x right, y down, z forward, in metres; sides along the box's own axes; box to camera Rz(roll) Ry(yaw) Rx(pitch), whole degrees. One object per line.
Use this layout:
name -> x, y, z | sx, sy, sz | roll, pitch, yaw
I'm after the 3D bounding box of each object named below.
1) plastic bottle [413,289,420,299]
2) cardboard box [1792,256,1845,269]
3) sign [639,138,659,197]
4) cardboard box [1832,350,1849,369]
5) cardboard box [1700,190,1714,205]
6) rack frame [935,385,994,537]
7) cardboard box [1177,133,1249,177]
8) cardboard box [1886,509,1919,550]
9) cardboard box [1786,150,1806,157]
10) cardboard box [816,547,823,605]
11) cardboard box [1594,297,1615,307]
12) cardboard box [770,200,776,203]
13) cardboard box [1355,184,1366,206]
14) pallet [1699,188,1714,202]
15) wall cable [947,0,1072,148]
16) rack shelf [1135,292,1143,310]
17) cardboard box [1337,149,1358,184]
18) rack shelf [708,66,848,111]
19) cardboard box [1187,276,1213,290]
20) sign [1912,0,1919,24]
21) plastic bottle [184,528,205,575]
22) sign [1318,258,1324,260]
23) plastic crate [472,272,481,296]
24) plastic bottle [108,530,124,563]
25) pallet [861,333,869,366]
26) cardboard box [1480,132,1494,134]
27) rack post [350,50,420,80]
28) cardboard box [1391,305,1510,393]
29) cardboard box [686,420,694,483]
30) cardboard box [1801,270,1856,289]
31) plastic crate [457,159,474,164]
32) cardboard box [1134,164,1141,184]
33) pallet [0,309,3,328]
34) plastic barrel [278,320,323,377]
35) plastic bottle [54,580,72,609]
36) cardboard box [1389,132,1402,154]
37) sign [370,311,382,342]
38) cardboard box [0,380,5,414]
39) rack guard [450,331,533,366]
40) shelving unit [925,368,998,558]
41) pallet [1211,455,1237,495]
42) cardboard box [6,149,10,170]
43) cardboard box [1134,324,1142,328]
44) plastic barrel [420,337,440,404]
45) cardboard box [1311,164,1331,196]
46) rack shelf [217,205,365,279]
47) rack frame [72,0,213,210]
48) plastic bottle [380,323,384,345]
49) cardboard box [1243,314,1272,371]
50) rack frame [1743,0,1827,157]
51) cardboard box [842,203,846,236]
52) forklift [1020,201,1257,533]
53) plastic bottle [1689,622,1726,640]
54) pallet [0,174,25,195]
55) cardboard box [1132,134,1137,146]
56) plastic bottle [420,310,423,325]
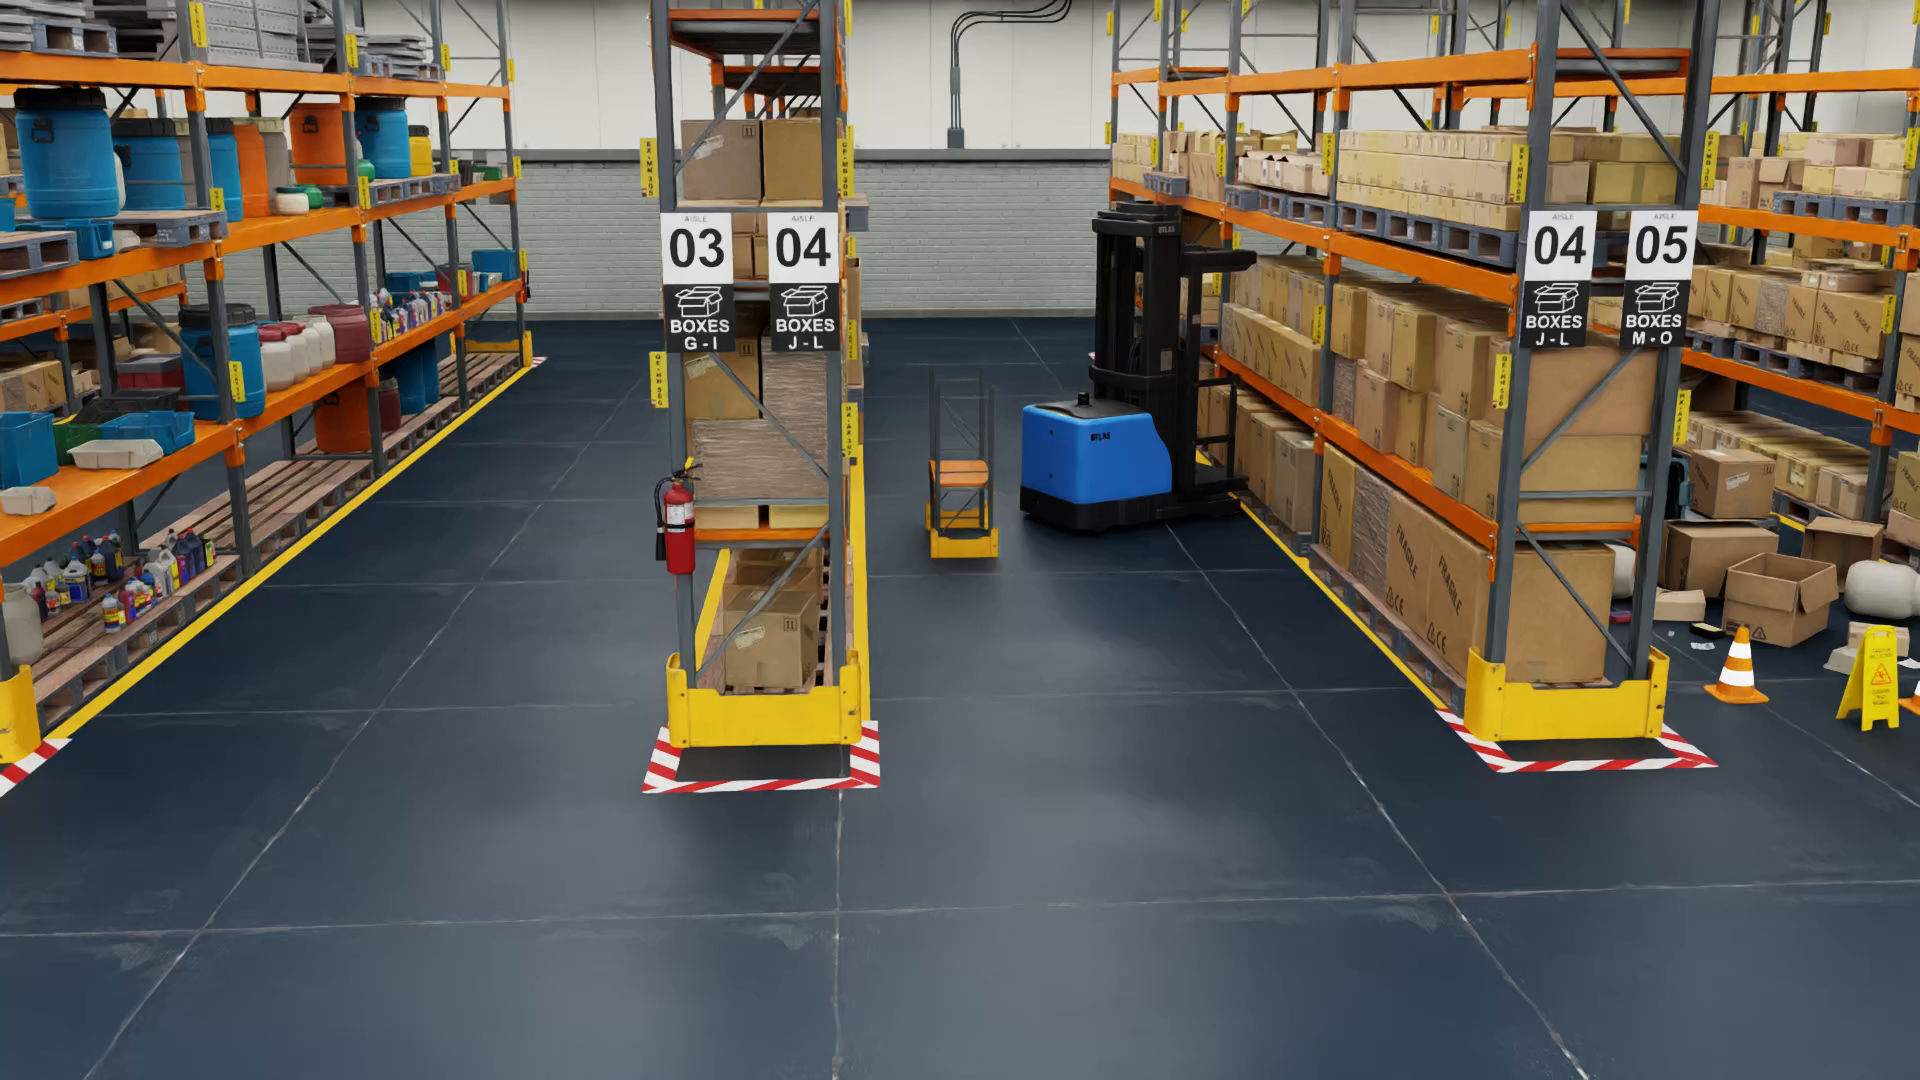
plastic bottle -> -6.640, -2.879, 20.293 | 0.144, 0.351, 0.185 | -1, 14, -3
cardboard box -> 12.539, -4.006, 24.281 | 0.500, 0.250, 0.500 | -1, 14, -5
sign -> -1.748, -2.098, 9.365 | 0.100, 0.325, 0.005 | -1, 14, -3
cardboard box -> 8.144, -1.639, 15.040 | 0.380, 0.149, 0.250 | -1, 14, -5
cardboard box -> 8.052, -3.613, 17.533 | 0.380, 0.149, 0.250 | -1, 14, -3
rack frame -> 0.037, -0.579, 14.266 | 0.500, 1.500, 0.032 | -1, 14, -3
cardboard box -> 2.985, -4.576, 19.722 | 0.797, 0.503, 0.637 | -1, 14, -4
cardboard box -> 8.217, -0.089, 14.028 | 0.500, 0.250, 0.500 | -2, 15, -6
cardboard box -> 12.487, -5.586, 24.401 | 0.500, 0.250, 0.500 | -1, 14, -5
cardboard box -> -1.296, 0.188, 12.451 | 0.500, 0.500, 0.500 | -2, 15, -8
cardboard box -> 7.831, -2.903, 19.589 | 0.500, 0.250, 0.500 | -1, 14, -5
cardboard box -> -1.088, -2.251, 11.236 | 0.380, 0.149, 0.250 | -1, 14, -4
cardboard box -> 3.231, -2.627, 12.658 | 0.380, 0.149, 0.250 | -1, 14, -4
pallet -> 8.110, -3.883, 18.459 | 1.213, 0.211, 1.003 | 0, 14, -1
wall cable -> 0.905, -10.122, 29.852 | 2.277, 5.999, 0.120 | -1, 14, -3
rack shelf -> 2.896, -3.405, 23.685 | 1.077, 0.370, 4.000 | -1, 14, -3
cardboard box -> 3.267, -2.917, 12.983 | 0.500, 0.250, 0.500 | -1, 14, -3
rack shelf -> -1.565, -4.076, 15.054 | 1.077, 0.370, 4.000 | -1, 14, -3
cardboard box -> 2.751, -2.874, 18.643 | 0.380, 0.149, 0.250 | 0, 14, -2
sign -> 12.366, -6.828, 21.469 | 0.100, 0.325, 0.005 | -1, 14, -3
plastic bottle -> -6.057, 0.087, 13.102 | 0.144, 0.351, 0.185 | -1, 14, -5
sign -> 3.822, -2.831, 17.688 | 0.100, 0.325, 0.005 | -1, 14, -3
plastic crate -> -6.791, -3.483, 22.659 | 0.437, 0.282, 0.530 | -1, 14, -3
plastic bottle -> -6.802, 0.056, 13.383 | 0.097, 0.271, 0.097 | 0, 14, 0
pallet -> -1.538, -1.941, 16.937 | 1.213, 0.211, 1.003 | -1, 14, -3
cardboard box -> 3.934, -2.836, 11.868 | 0.380, 0.149, 0.250 | -1, 14, -4
rack post -> -6.627, -5.290, 18.531 | 0.937, 0.300, 0.954 | 1, 14, 3
cardboard box -> 3.592, -1.367, 11.851 | 0.875, 0.550, 0.500 | -1, 14, -3
cardboard box -> -1.350, -0.672, 10.823 | 0.875, 0.500, 0.500 | -1, 14, -3
cardboard box -> 8.100, -2.428, 15.503 | 0.380, 0.149, 0.250 | -2, 15, -6
plastic crate -> -7.382, -5.412, 24.285 | 0.497, 0.269, 0.590 | -1, 14, -3
cardboard box -> 2.669, -5.005, 22.739 | 0.500, 0.250, 0.500 | -1, 14, -4
pallet -> -11.701, -2.449, 18.908 | 1.003, 0.211, 1.213 | -1, 14, -3
plastic barrel -> -6.329, -1.830, 15.896 | 0.421, 0.512, 0.421 | 0, 14, 0
plastic bottle -> -6.581, 0.397, 12.197 | 0.097, 0.201, 0.097 | 0, 14, 0
cardboard box -> 3.279, -2.823, 11.820 | 0.380, 0.149, 0.250 | -1, 14, -4
sign -> -6.083, -2.223, 17.318 | 0.100, 0.325, 0.005 | -1, 14, -3
cardboard box -> -11.421, -1.563, 19.214 | 0.500, 0.500, 0.500 | -1, 14, -5
rack guard -> -7.142, -2.918, 25.365 | 1.175, 0.500, 0.348 | -1, 14, -3
shelving unit -> 0.005, -0.707, 14.766 | 0.587, 1.500, 1.083 | -1, 14, -3
pallet -> 3.242, -0.714, 17.376 | 1.003, 0.211, 1.213 | -1, 14, -3
cardboard box -> -12.125, -4.792, 20.908 | 0.500, 0.250, 0.500 | -1, 14, -3
cardboard box -> 2.603, -3.160, 24.971 | 0.380, 0.149, 0.250 | -1, 14, -2
plastic barrel -> -6.863, -2.180, 20.847 | 0.600, 0.901, 0.708 | -1, 14, -3
cardboard box -> 3.312, -3.072, 14.182 | 0.500, 0.250, 0.500 | -1, 14, -3
rack shelf -> -6.508, -2.740, 15.081 | 1.077, 0.370, 4.000 | -1, 14, -3
rack frame -> -6.384, -4.044, 12.684 | 1.000, 3.000, 0.127 | -1, 14, -3
plastic bottle -> -6.311, -2.272, 18.071 | 0.061, 0.283, 0.133 | -1, 14, -3
cardboard box -> 3.092, -1.942, 16.354 | 0.500, 0.500, 0.500 | -1, 14, -3
rack frame -> 12.661, -7.335, 25.477 | 1.000, 3.000, 0.127 | -1, 14, -3
cardboard box -> -1.152, -2.486, 12.949 | 0.500, 0.250, 0.500 | 0, 14, -1
forklift -> 2.100, -1.736, 15.891 | 3.031, 2.935, 1.130 | -9, 17, -30
plastic bottle -> 5.508, 0.666, 12.313 | 0.133, 0.061, 0.283 | -6, 16, -23
pallet -> -11.854, -4.251, 19.886 | 1.213, 0.211, 1.003 | -1, 14, -3
cardboard box -> 2.586, -5.529, 22.973 | 0.380, 0.149, 0.250 | -1, 14, -4
plastic bottle -> -6.436, -2.661, 19.747 | 0.097, 0.201, 0.097 | 0, 14, 0
